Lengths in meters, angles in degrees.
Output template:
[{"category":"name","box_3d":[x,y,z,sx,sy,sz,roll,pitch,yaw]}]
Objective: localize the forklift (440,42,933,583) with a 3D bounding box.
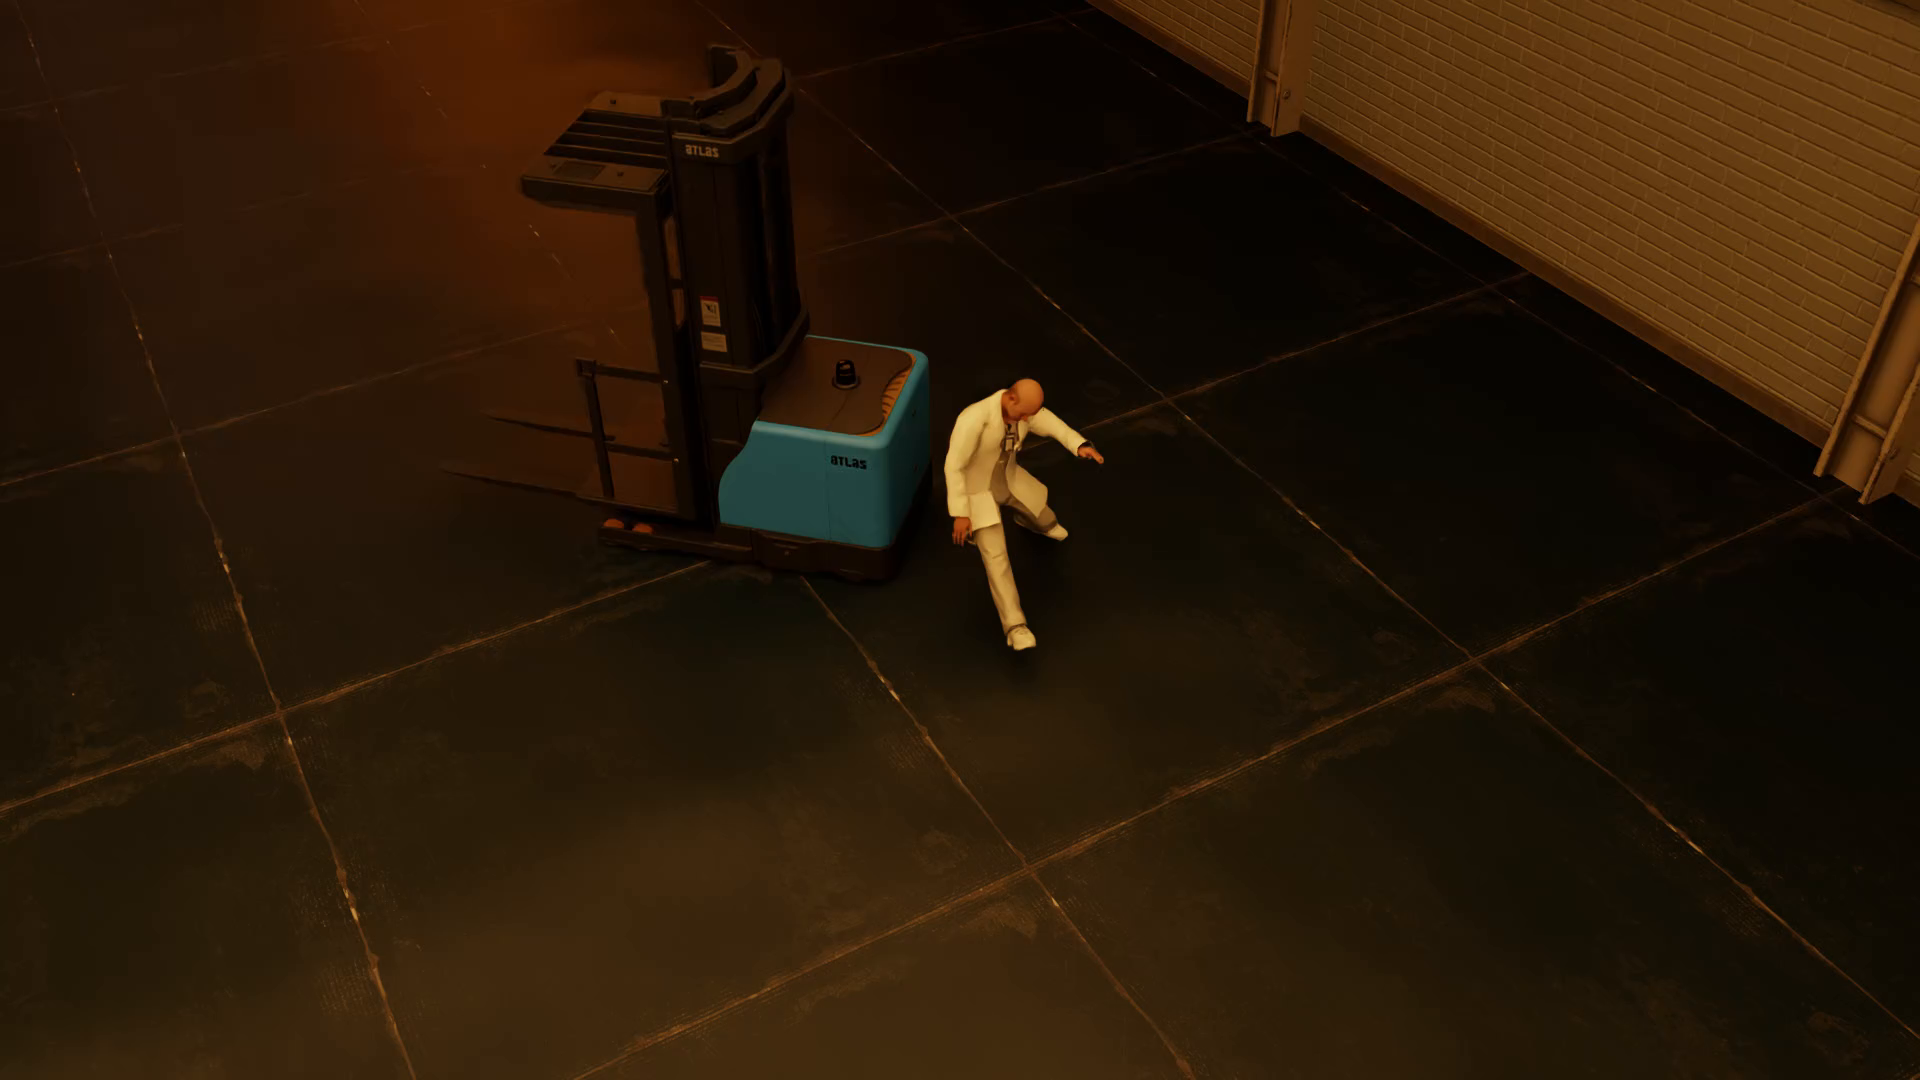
[{"category":"forklift","box_3d":[-1.748,-1.380,9.699,3.031,2.935,1.130,9,41,11]}]

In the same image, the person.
[{"category":"person","box_3d":[0.423,-0.212,9.483,1.079,1.465,1.267,-25,46,-27]}]
